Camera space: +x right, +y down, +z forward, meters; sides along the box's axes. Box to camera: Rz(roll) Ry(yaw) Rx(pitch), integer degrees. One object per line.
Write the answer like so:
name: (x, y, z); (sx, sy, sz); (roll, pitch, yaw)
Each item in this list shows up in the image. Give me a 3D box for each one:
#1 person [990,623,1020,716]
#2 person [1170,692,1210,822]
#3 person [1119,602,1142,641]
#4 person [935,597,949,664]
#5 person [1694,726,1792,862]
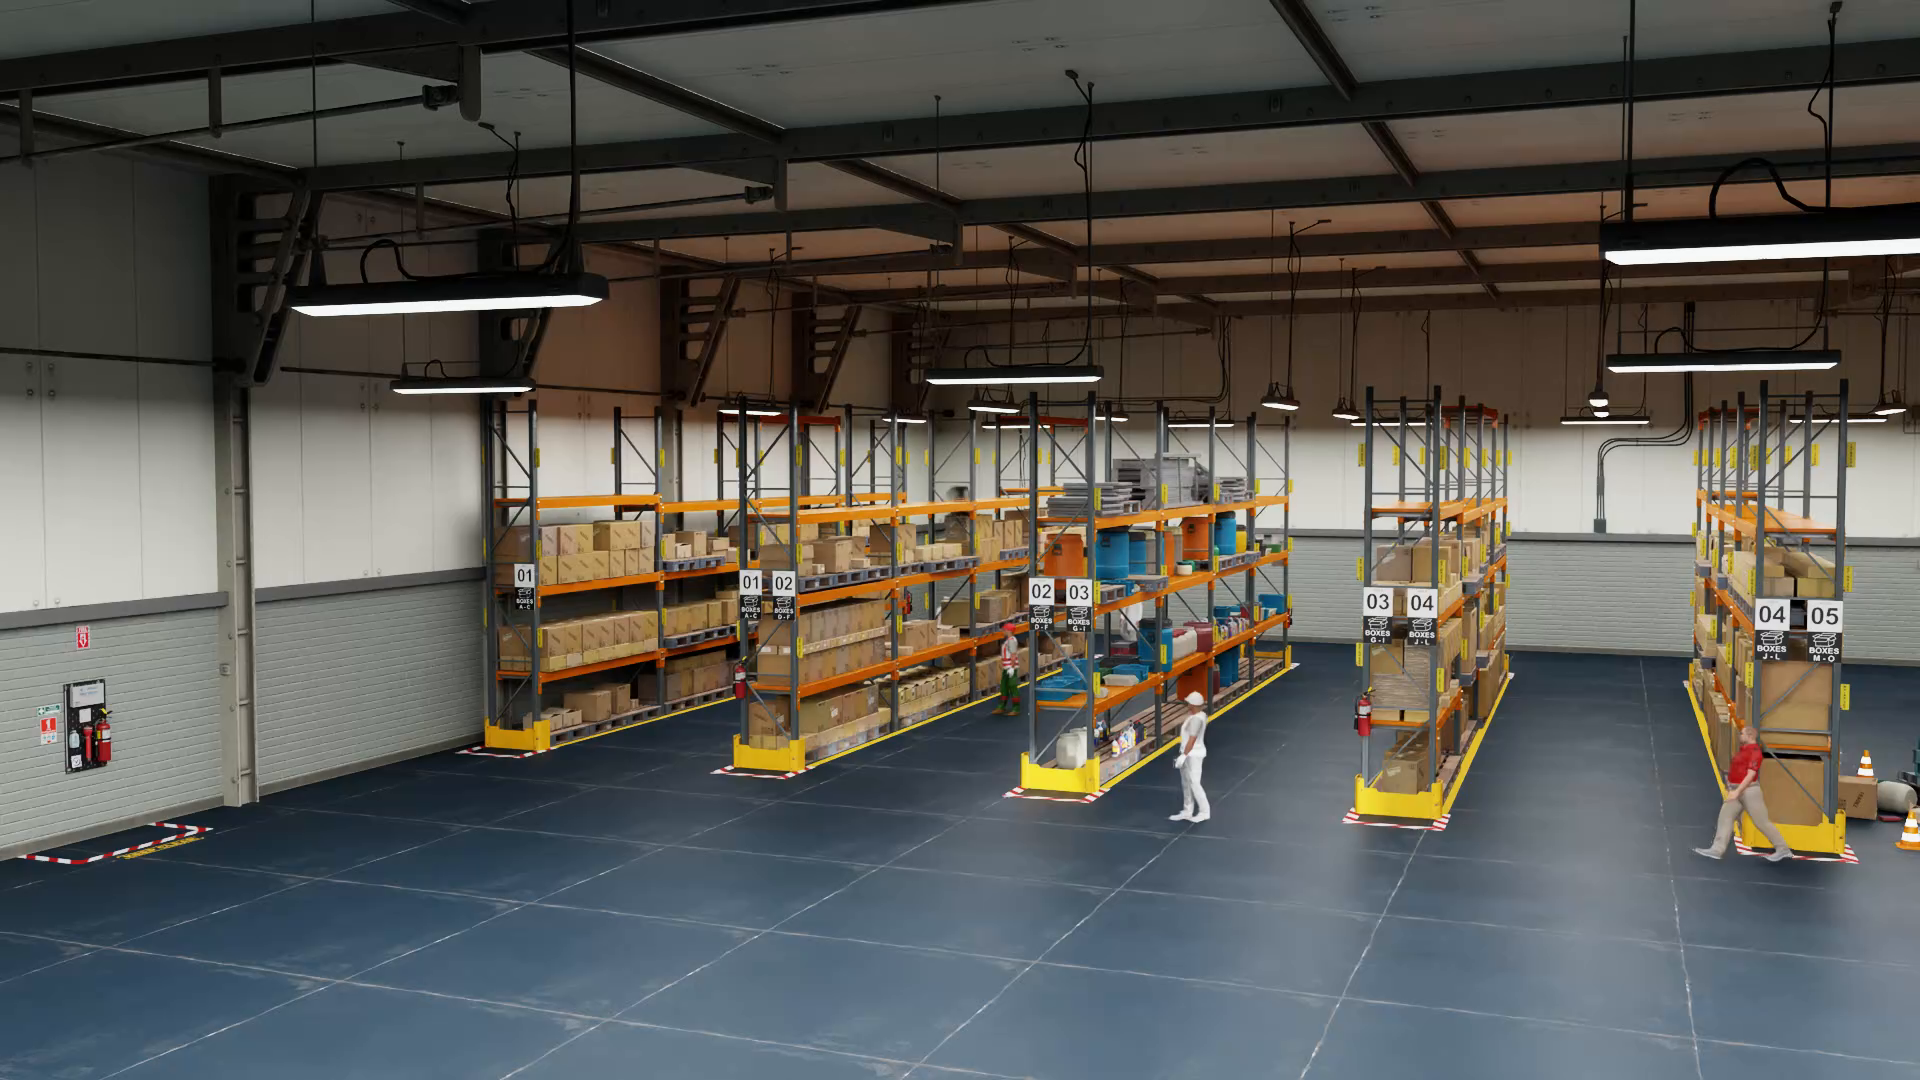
person: (0.883, 2.517, 32.375); (0.566, 1.804, 0.573); (0, 3, -5)
person: (3.170, 2.981, 22.876); (0.527, 1.798, 0.560); (-1, 3, -11)
person: (4.312, 2.046, 41.989); (0.492, 1.795, 0.630); (-2, 3, -28)
person: (-0.366, 2.191, 40.632); (0.498, 1.619, 0.929); (1, 3, 26)
person: (9.707, 3.145, 20.592); (1.050, 1.677, 0.543); (0, 3, -2)
